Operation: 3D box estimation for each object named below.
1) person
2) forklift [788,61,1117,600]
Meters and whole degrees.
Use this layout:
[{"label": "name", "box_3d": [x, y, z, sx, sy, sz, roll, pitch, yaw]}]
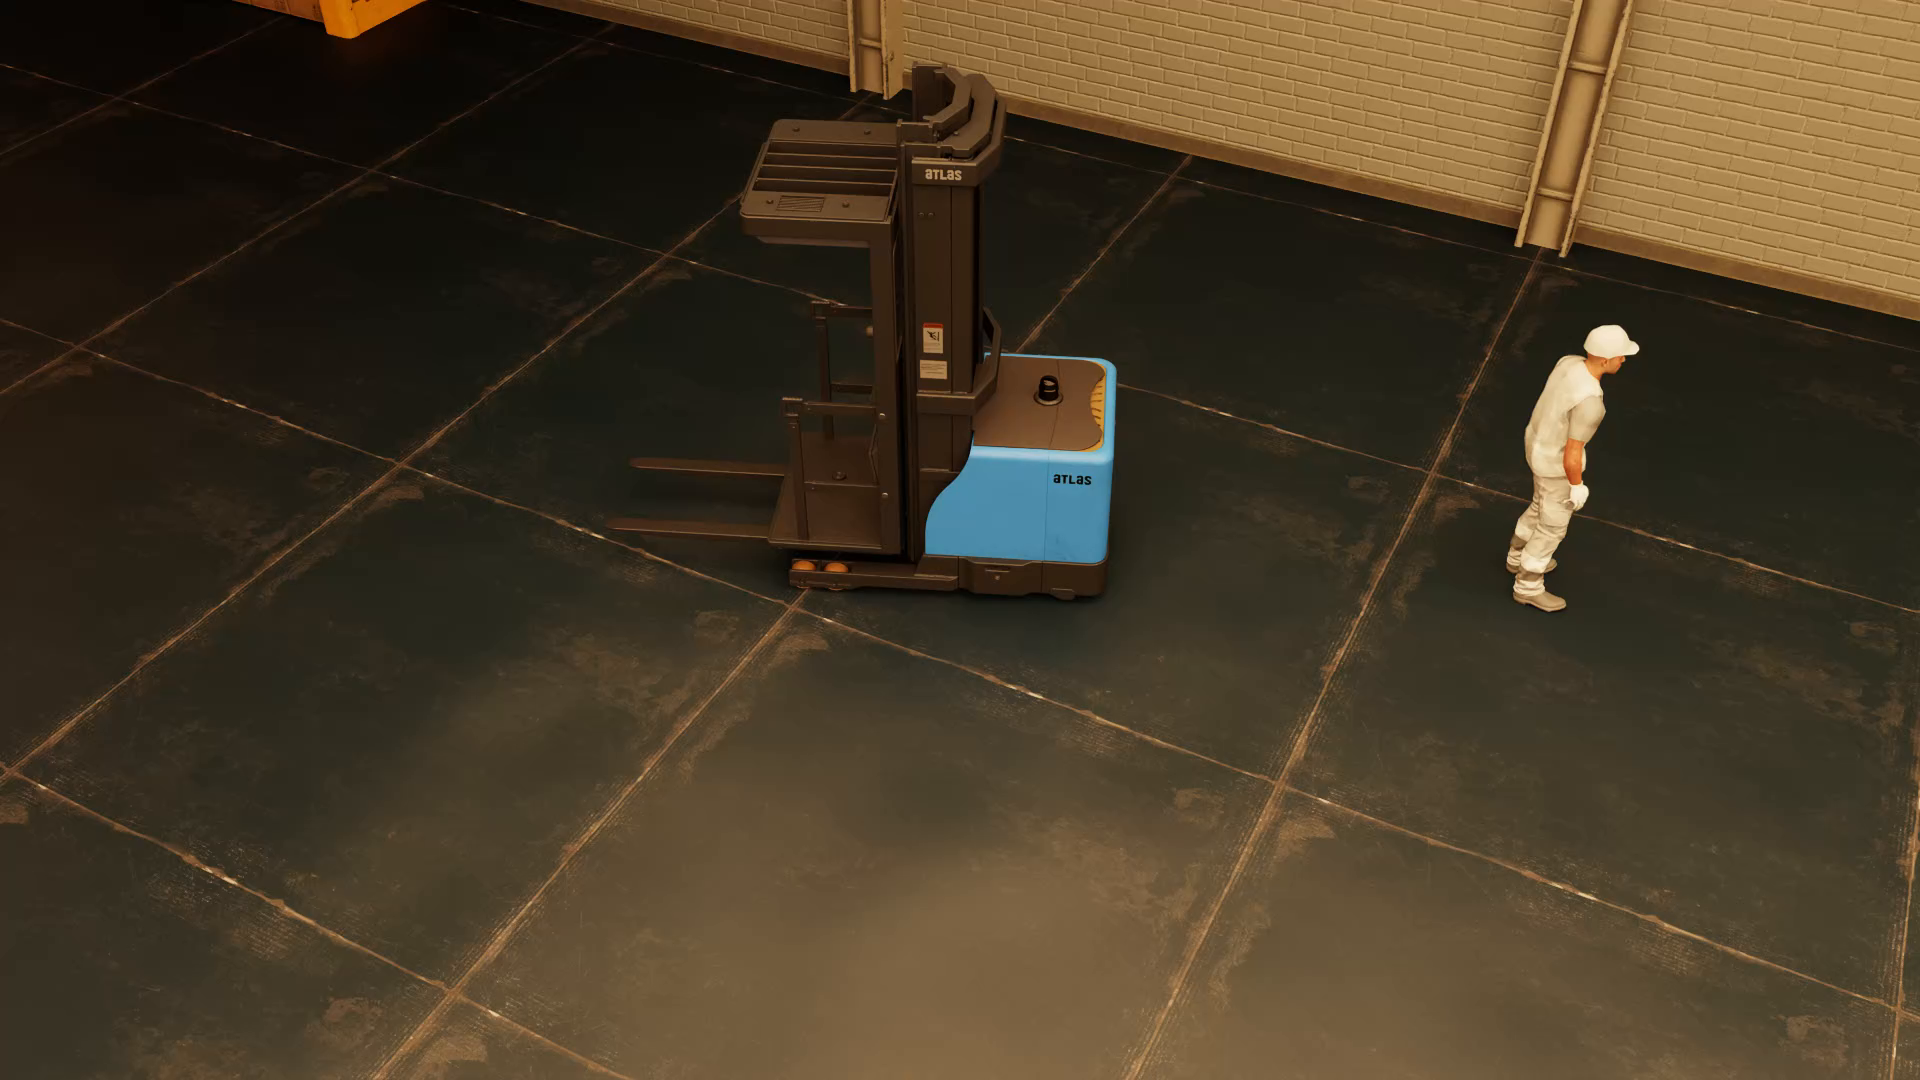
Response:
[{"label": "person", "box_3d": [3.414, -0.463, 9.387, 0.445, 1.723, 0.623, 4, 40, 4]}, {"label": "forklift", "box_3d": [-0.606, -1.157, 9.360, 3.031, 2.935, 1.130, 3, 40, 4]}]
